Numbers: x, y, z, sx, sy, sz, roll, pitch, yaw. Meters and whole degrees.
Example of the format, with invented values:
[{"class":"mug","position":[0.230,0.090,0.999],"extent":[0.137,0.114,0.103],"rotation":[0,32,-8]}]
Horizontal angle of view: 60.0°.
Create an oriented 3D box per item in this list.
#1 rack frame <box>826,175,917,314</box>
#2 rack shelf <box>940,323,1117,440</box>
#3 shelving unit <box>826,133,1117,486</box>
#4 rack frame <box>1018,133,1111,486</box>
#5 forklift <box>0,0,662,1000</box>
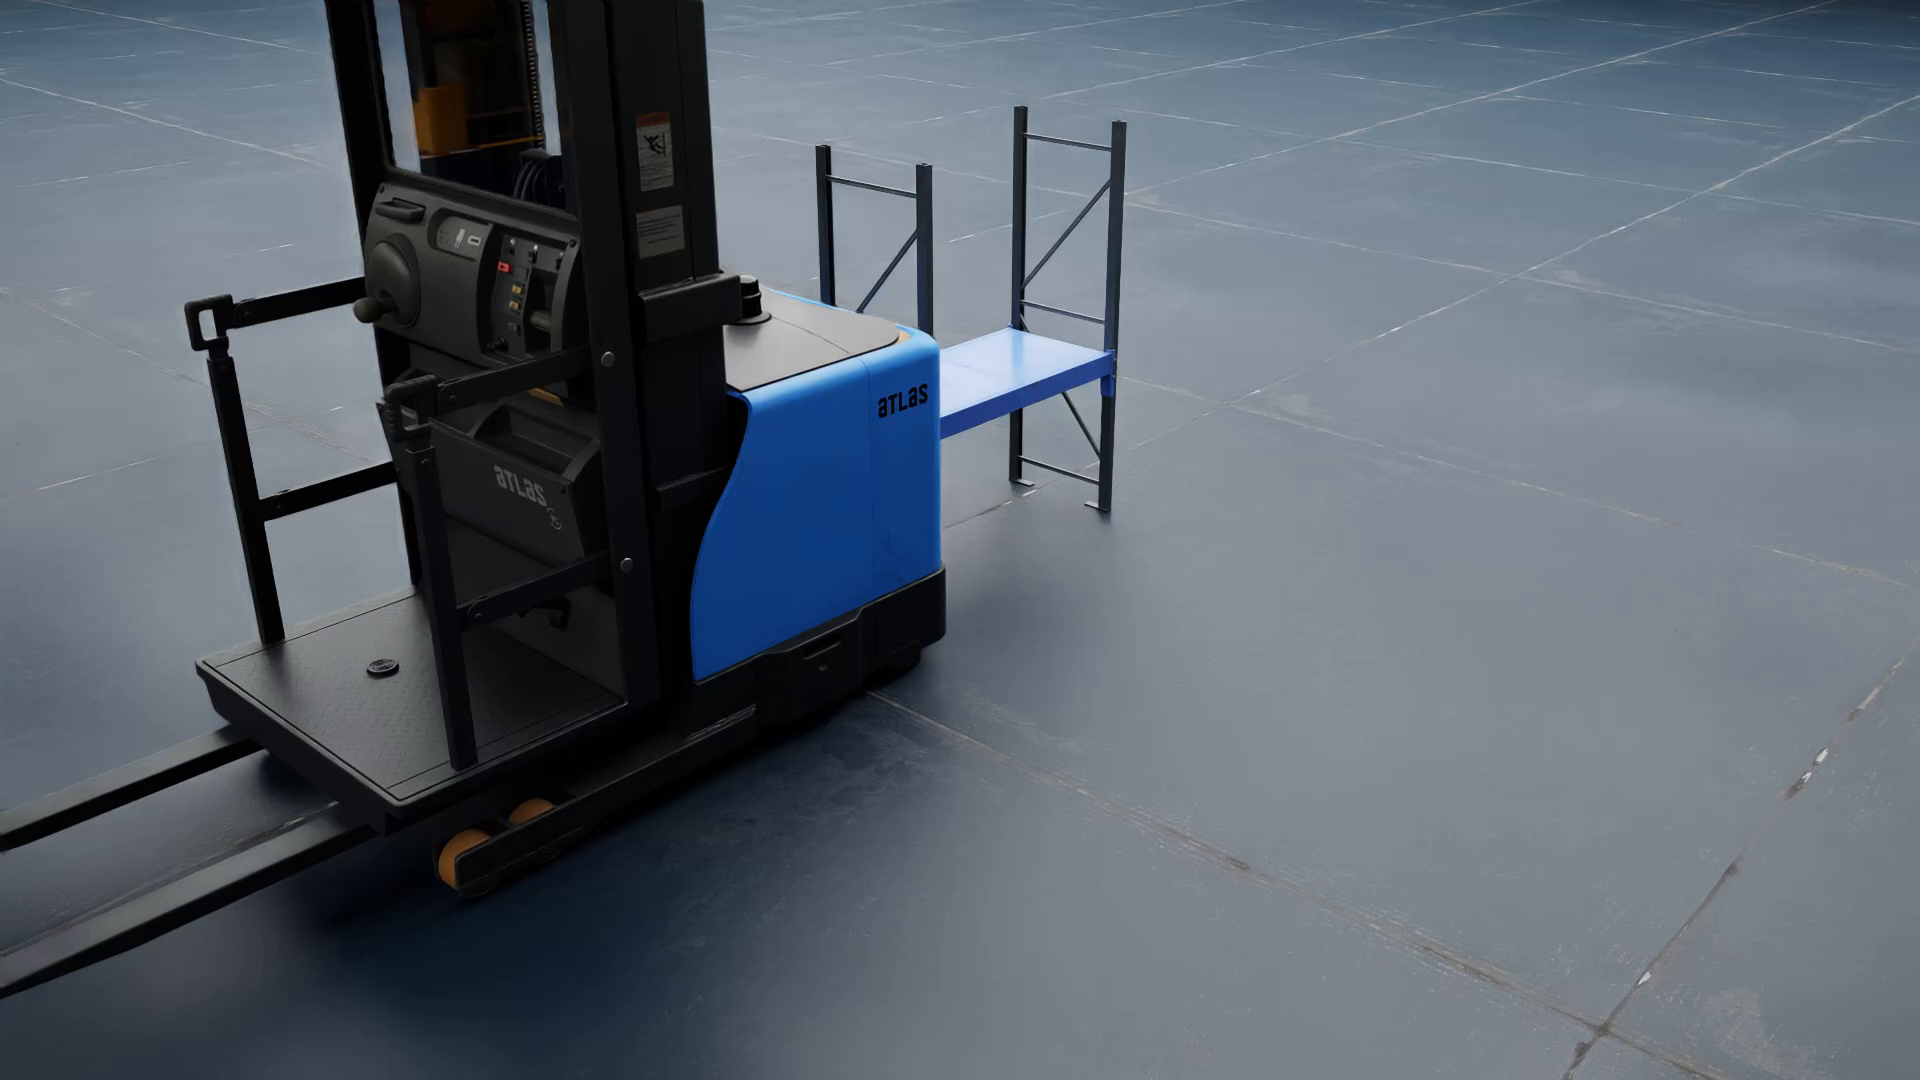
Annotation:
[{"class":"rack frame","position":[-0.284,-0.556,5.657],"extent":[0.475,1.308,0.013],"rotation":[20,31,38]},{"class":"rack shelf","position":[0.057,-0.546,6.075],"extent":[0.538,0.185,1.000],"rotation":[20,31,38]},{"class":"shelving unit","position":[0.057,-0.710,6.001],"extent":[0.538,1.308,1.030],"rotation":[20,31,38]},{"class":"rack frame","position":[0.395,-0.866,6.348],"extent":[0.475,1.308,0.013],"rotation":[20,31,38]},{"class":"forklift","position":[-1.416,-0.668,4.157],"extent":[1.121,2.935,3.031],"rotation":[21,31,38]}]
